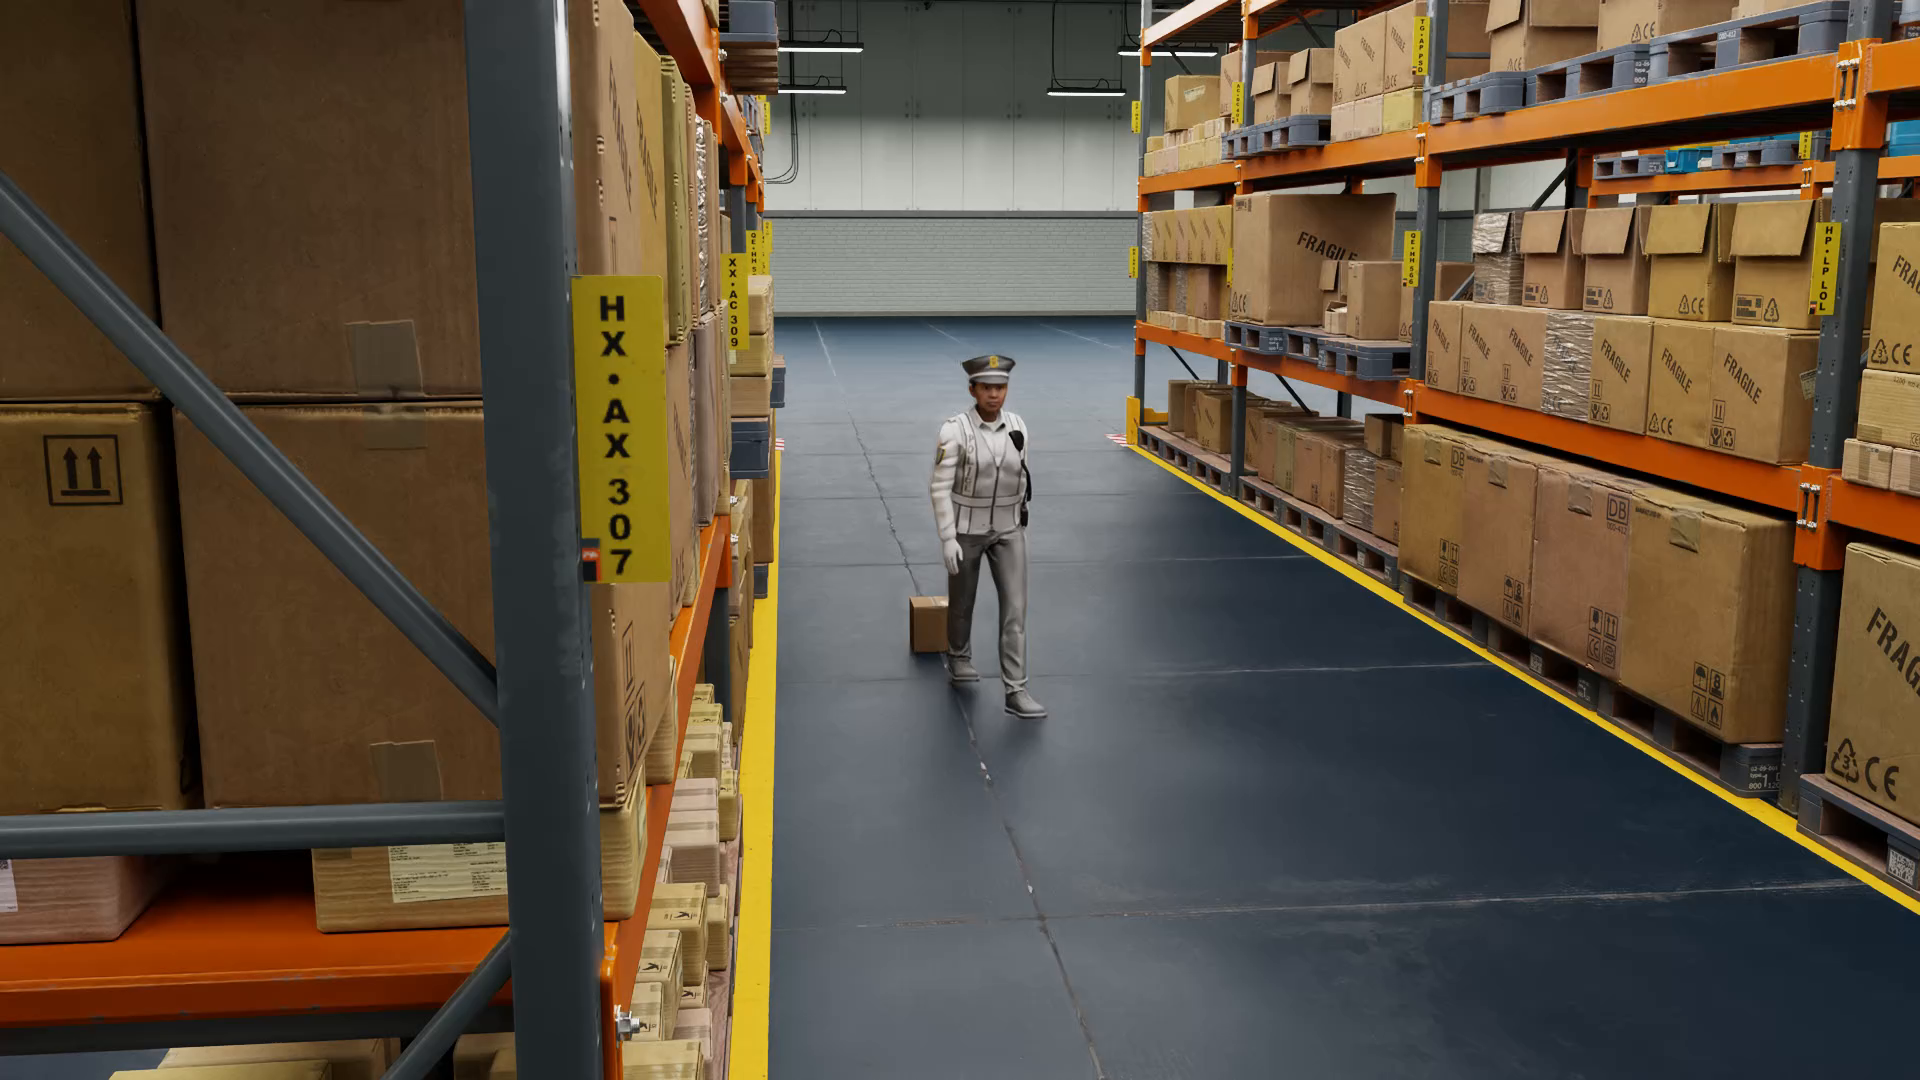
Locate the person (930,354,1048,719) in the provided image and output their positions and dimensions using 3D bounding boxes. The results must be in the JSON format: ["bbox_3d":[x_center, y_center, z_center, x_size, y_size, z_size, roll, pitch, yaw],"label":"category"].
[{"bbox_3d":[0.111,-0.051,7.612,0.515,1.610,1.013,-2,10,-14],"label":"person"}]
